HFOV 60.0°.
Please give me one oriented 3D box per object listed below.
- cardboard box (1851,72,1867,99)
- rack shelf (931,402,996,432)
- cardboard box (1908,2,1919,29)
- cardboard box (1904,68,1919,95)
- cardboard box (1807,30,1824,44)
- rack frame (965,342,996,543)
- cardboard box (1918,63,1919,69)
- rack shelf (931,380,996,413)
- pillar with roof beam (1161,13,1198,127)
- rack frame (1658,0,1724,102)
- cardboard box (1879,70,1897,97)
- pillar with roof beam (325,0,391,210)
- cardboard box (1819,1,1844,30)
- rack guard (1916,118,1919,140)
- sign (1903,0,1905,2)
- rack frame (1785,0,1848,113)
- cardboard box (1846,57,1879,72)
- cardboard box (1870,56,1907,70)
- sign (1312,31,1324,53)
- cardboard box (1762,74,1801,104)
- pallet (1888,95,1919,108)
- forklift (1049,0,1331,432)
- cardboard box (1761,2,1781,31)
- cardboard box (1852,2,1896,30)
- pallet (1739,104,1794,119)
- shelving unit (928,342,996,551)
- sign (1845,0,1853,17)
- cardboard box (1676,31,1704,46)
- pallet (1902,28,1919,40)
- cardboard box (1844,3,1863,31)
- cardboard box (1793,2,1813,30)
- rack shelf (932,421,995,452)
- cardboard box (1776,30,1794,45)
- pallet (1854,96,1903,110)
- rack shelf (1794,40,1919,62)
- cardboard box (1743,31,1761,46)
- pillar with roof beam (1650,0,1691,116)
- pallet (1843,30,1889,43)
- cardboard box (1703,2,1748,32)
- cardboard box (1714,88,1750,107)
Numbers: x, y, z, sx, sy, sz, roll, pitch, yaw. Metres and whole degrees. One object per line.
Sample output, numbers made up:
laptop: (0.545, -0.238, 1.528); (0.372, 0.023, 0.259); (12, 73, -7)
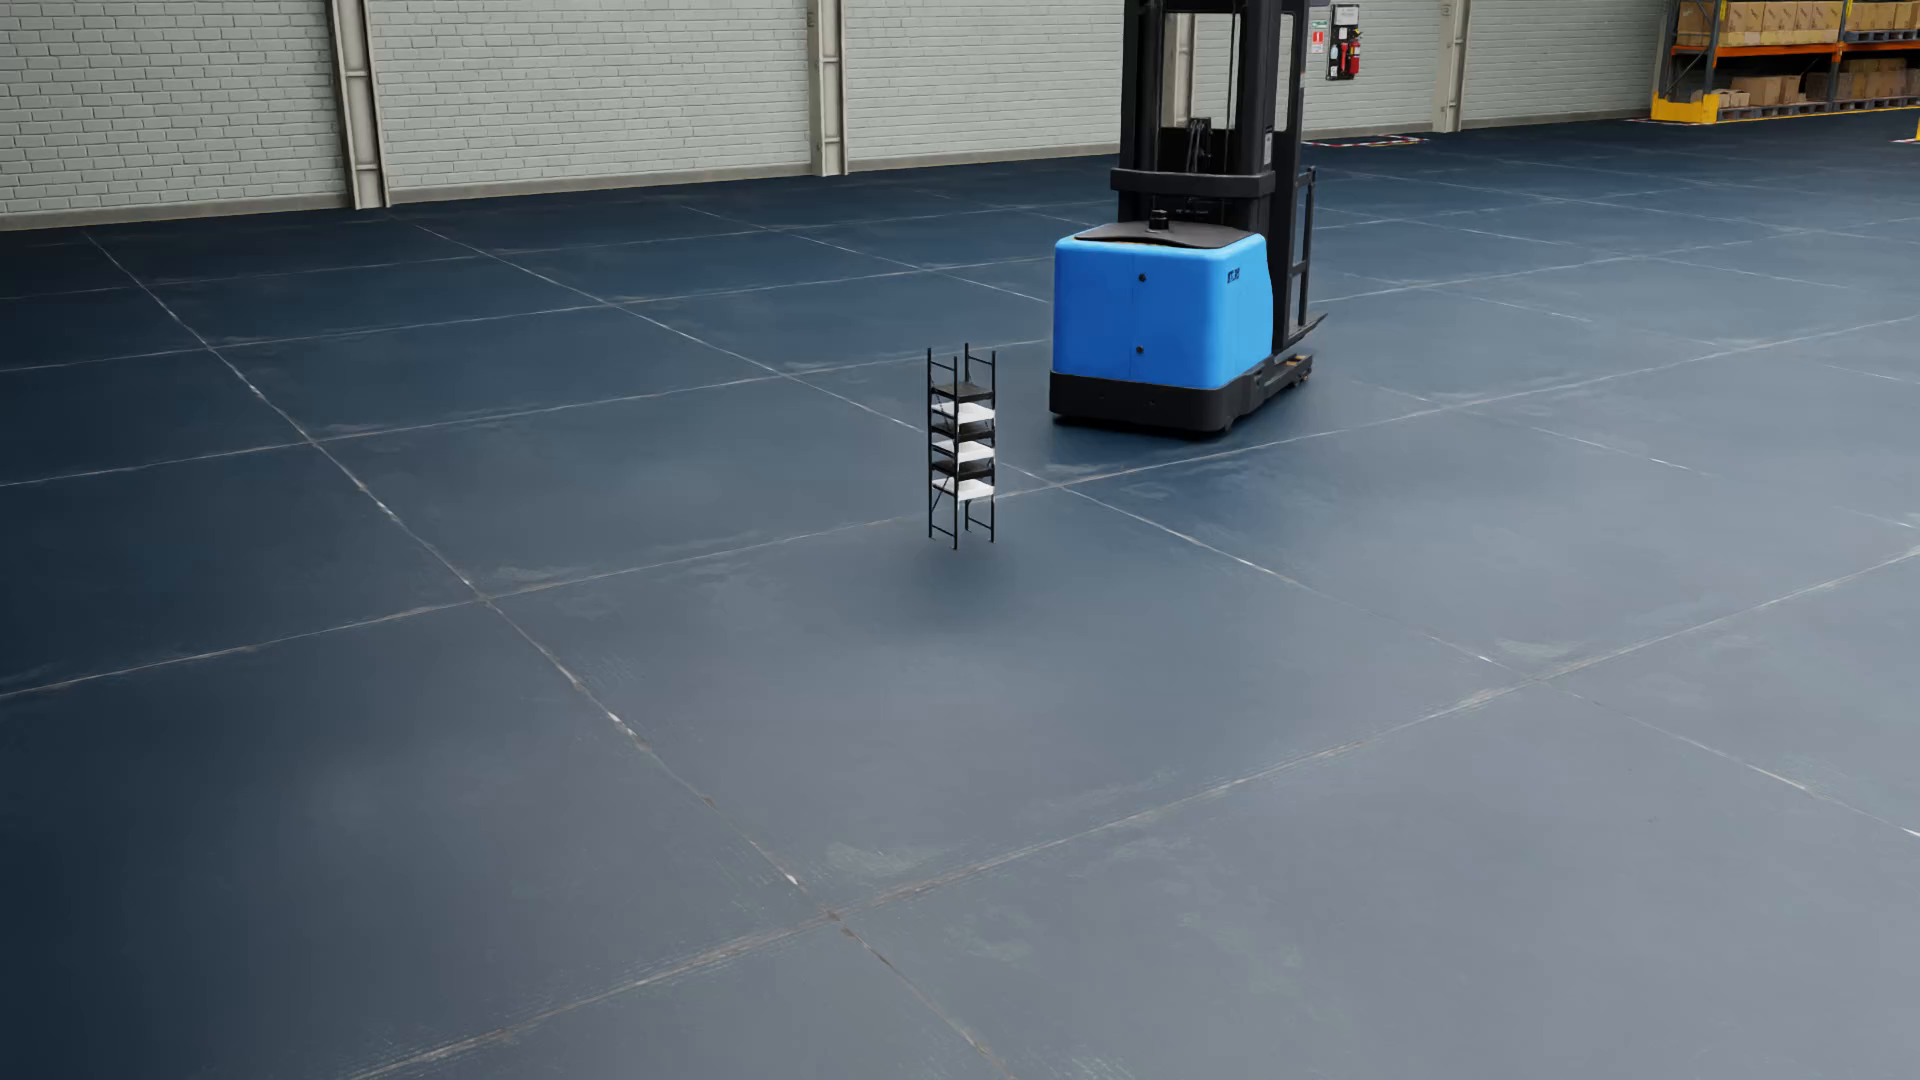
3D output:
cardboard box: (17.541, -9.067, 33.095); (0.500, 0.500, 0.700); (-12, 22, -32)
rack shelf: (0.007, -0.567, 7.558); (0.200, 0.077, 0.258); (-12, 22, -31)
cardboard box: (19.033, -10.573, 33.492); (0.500, 0.500, 0.700); (-14, 23, -36)
cardboard box: (19.300, -9.392, 34.057); (0.500, 0.500, 0.700); (-12, 22, -31)
cardboard box: (15.882, -9.492, 31.341); (0.500, 0.250, 0.500); (-12, 22, -31)
rack frame: (0.092, -0.446, 7.658); (0.006, 0.900, 0.240); (-12, 22, -31)
cardboard box: (20.558, -9.783, 34.700); (0.750, 0.750, 0.750); (-12, 22, -32)
rack shelf: (0.007, -0.652, 7.529); (0.200, 0.077, 0.258); (-12, 22, -31)
pillar with roof beam: (5.645, -9.031, 20.406); (0.400, 9.000, 9.100); (-12, 22, -31)
rack frame: (13.191, -9.099, 29.976); (0.127, 3.000, 1.000); (-12, 22, -31)
cardboard box: (18.406, -9.237, 33.600); (0.500, 0.500, 0.700); (-12, 22, -32)
pillar with roof beam: (-4.377, -6.917, 14.154); (0.400, 9.000, 9.100); (-12, 22, -31)
cardboard box: (16.307, -9.931, 31.470); (0.500, 0.500, 0.500); (-12, 22, -32)
rack guard: (15.898, -6.586, 26.446); (0.348, 0.500, 1.175); (-12, 22, -31)
sign: (19.564, -11.205, 34.396); (0.005, 0.325, 0.100); (-12, 22, -31)
rack frame: (16.531, -9.804, 32.060); (0.127, 3.000, 1.000); (-12, 22, -31)
cardboard box: (17.935, -9.488, 33.173); (0.500, 0.250, 0.500); (-13, 22, -33)
cardboard box: (18.789, -9.663, 33.690); (0.500, 0.250, 0.500); (-11, 22, -30)
sign: (5.685, -7.919, 26.429); (0.234, 0.329, 0.001); (-12, 22, -31)
cardboard box: (15.687, -8.634, 31.817); (0.500, 0.500, 0.500); (-14, 23, -35)
pallet: (19.219, -9.050, 34.185); (1.213, 0.211, 1.003); (-12, 22, -31)
forklift: (1.641, -2.426, 10.343); (1.130, 2.935, 3.031); (9, 21, 25)
cardboard box: (14.608, -9.570, 30.401); (0.500, 0.500, 0.500); (-13, 22, -33)
cardboard box: (17.979, -10.361, 32.865); (0.500, 0.500, 0.700); (-9, 21, -24)
pallet: (14.970, -8.139, 31.489); (1.213, 0.211, 1.003); (-12, 22, -31)
shelving unit: (0.007, -0.428, 7.605); (0.210, 0.900, 0.258); (-12, 22, -31)
sign: (16.836, -10.070, 31.496); (0.005, 0.325, 0.100); (-12, 22, -31)
cardboard box: (13.475, -9.172, 30.394); (0.500, 0.250, 0.500); (-12, 22, -31)
pallet: (19.336, -10.263, 33.719); (1.003, 0.211, 1.213); (-12, 22, -31)
cardboard box: (16.975, -10.140, 32.212); (0.500, 0.500, 0.700); (-12, 22, -31)
cardboard box: (15.466, -9.756, 30.951); (0.500, 0.500, 0.500); (-13, 22, -33)
rack shelf: (0.007, -0.481, 7.587); (0.200, 0.077, 0.258); (-12, 22, -31)
cardboard box: (15.051, -9.310, 30.804); (0.500, 0.250, 0.500); (-12, 22, -31)
pallet: (18.201, -8.836, 33.553); (1.213, 0.211, 1.003); (-12, 22, -31)
rack shelf: (18.202, -9.815, 33.217); (4.000, 0.370, 1.077); (-12, 22, -31)
cardboard box: (14.199, -9.134, 30.282); (0.500, 0.250, 0.500); (-13, 22, -33)
pillar with roof beam: (15.667, -11.144, 26.658); (0.400, 9.000, 9.100); (-12, 22, -31)
pallet: (17.250, -9.809, 32.374); (1.213, 0.211, 1.003); (-12, 22, -31)
cardboard box: (13.755, -9.397, 29.888); (0.500, 0.500, 0.500); (-12, 22, -31)
cardboard box: (14.294, -8.232, 30.922); (0.500, 0.311, 0.500); (-10, 21, -27)
